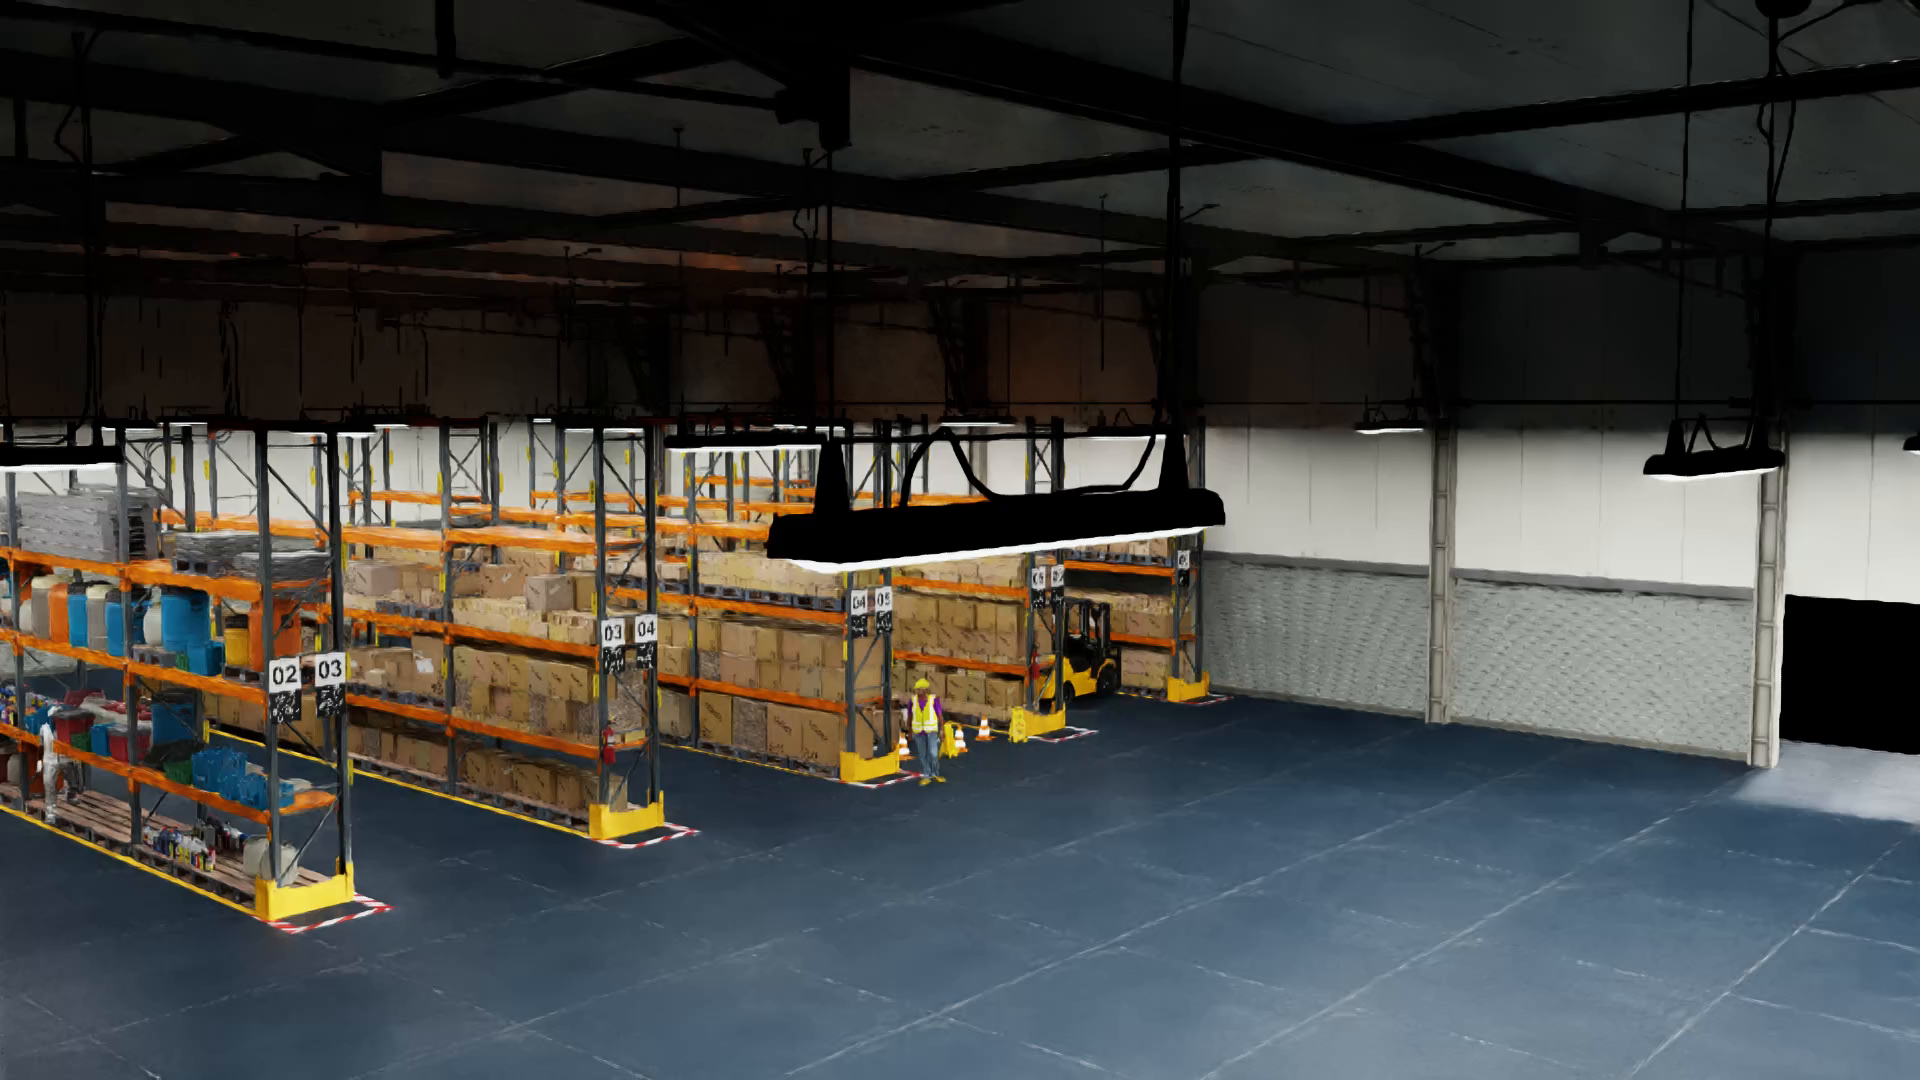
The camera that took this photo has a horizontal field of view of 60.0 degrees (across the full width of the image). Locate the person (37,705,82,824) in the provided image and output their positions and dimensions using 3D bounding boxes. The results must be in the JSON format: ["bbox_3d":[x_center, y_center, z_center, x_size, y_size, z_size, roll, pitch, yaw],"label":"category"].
[{"bbox_3d":[-13.524,3.331,24.970,0.607,1.751,0.990,-2,5,-28],"label":"person"}]

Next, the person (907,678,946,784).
[{"bbox_3d":[-0.555,3.159,27.476,0.652,1.759,0.398,1,5,10],"label":"person"}]
